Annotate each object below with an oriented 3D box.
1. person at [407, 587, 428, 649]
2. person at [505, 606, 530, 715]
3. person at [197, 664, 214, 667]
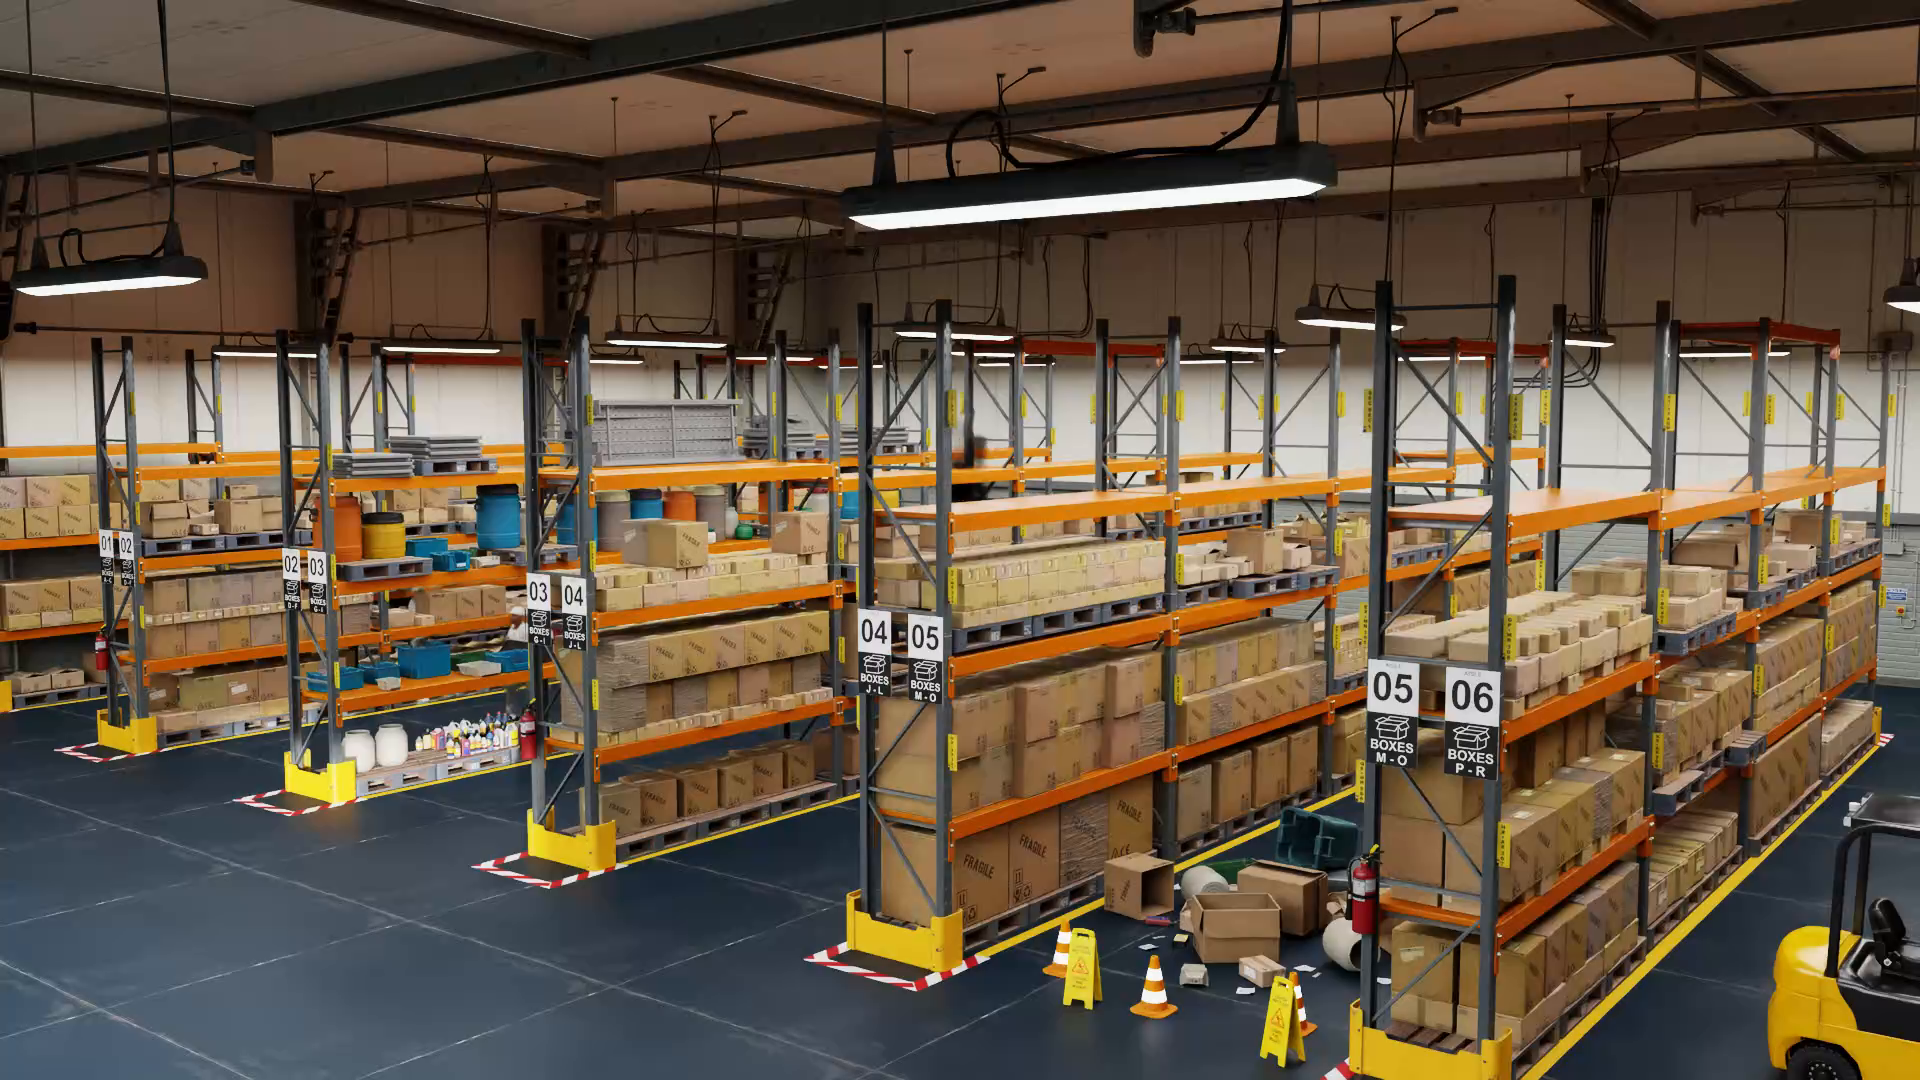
[{"bbox_3d":[-10.029,1.675,30.853,0.619,1.711,0.691,3,6,35],"label":"person"},{"bbox_3d":[-7.015,1.974,26.697,0.664,1.833,0.783,3,6,33],"label":"person"},{"bbox_3d":[-12.286,1.942,27.150,0.612,1.672,0.915,2,6,25],"label":"person"}]
